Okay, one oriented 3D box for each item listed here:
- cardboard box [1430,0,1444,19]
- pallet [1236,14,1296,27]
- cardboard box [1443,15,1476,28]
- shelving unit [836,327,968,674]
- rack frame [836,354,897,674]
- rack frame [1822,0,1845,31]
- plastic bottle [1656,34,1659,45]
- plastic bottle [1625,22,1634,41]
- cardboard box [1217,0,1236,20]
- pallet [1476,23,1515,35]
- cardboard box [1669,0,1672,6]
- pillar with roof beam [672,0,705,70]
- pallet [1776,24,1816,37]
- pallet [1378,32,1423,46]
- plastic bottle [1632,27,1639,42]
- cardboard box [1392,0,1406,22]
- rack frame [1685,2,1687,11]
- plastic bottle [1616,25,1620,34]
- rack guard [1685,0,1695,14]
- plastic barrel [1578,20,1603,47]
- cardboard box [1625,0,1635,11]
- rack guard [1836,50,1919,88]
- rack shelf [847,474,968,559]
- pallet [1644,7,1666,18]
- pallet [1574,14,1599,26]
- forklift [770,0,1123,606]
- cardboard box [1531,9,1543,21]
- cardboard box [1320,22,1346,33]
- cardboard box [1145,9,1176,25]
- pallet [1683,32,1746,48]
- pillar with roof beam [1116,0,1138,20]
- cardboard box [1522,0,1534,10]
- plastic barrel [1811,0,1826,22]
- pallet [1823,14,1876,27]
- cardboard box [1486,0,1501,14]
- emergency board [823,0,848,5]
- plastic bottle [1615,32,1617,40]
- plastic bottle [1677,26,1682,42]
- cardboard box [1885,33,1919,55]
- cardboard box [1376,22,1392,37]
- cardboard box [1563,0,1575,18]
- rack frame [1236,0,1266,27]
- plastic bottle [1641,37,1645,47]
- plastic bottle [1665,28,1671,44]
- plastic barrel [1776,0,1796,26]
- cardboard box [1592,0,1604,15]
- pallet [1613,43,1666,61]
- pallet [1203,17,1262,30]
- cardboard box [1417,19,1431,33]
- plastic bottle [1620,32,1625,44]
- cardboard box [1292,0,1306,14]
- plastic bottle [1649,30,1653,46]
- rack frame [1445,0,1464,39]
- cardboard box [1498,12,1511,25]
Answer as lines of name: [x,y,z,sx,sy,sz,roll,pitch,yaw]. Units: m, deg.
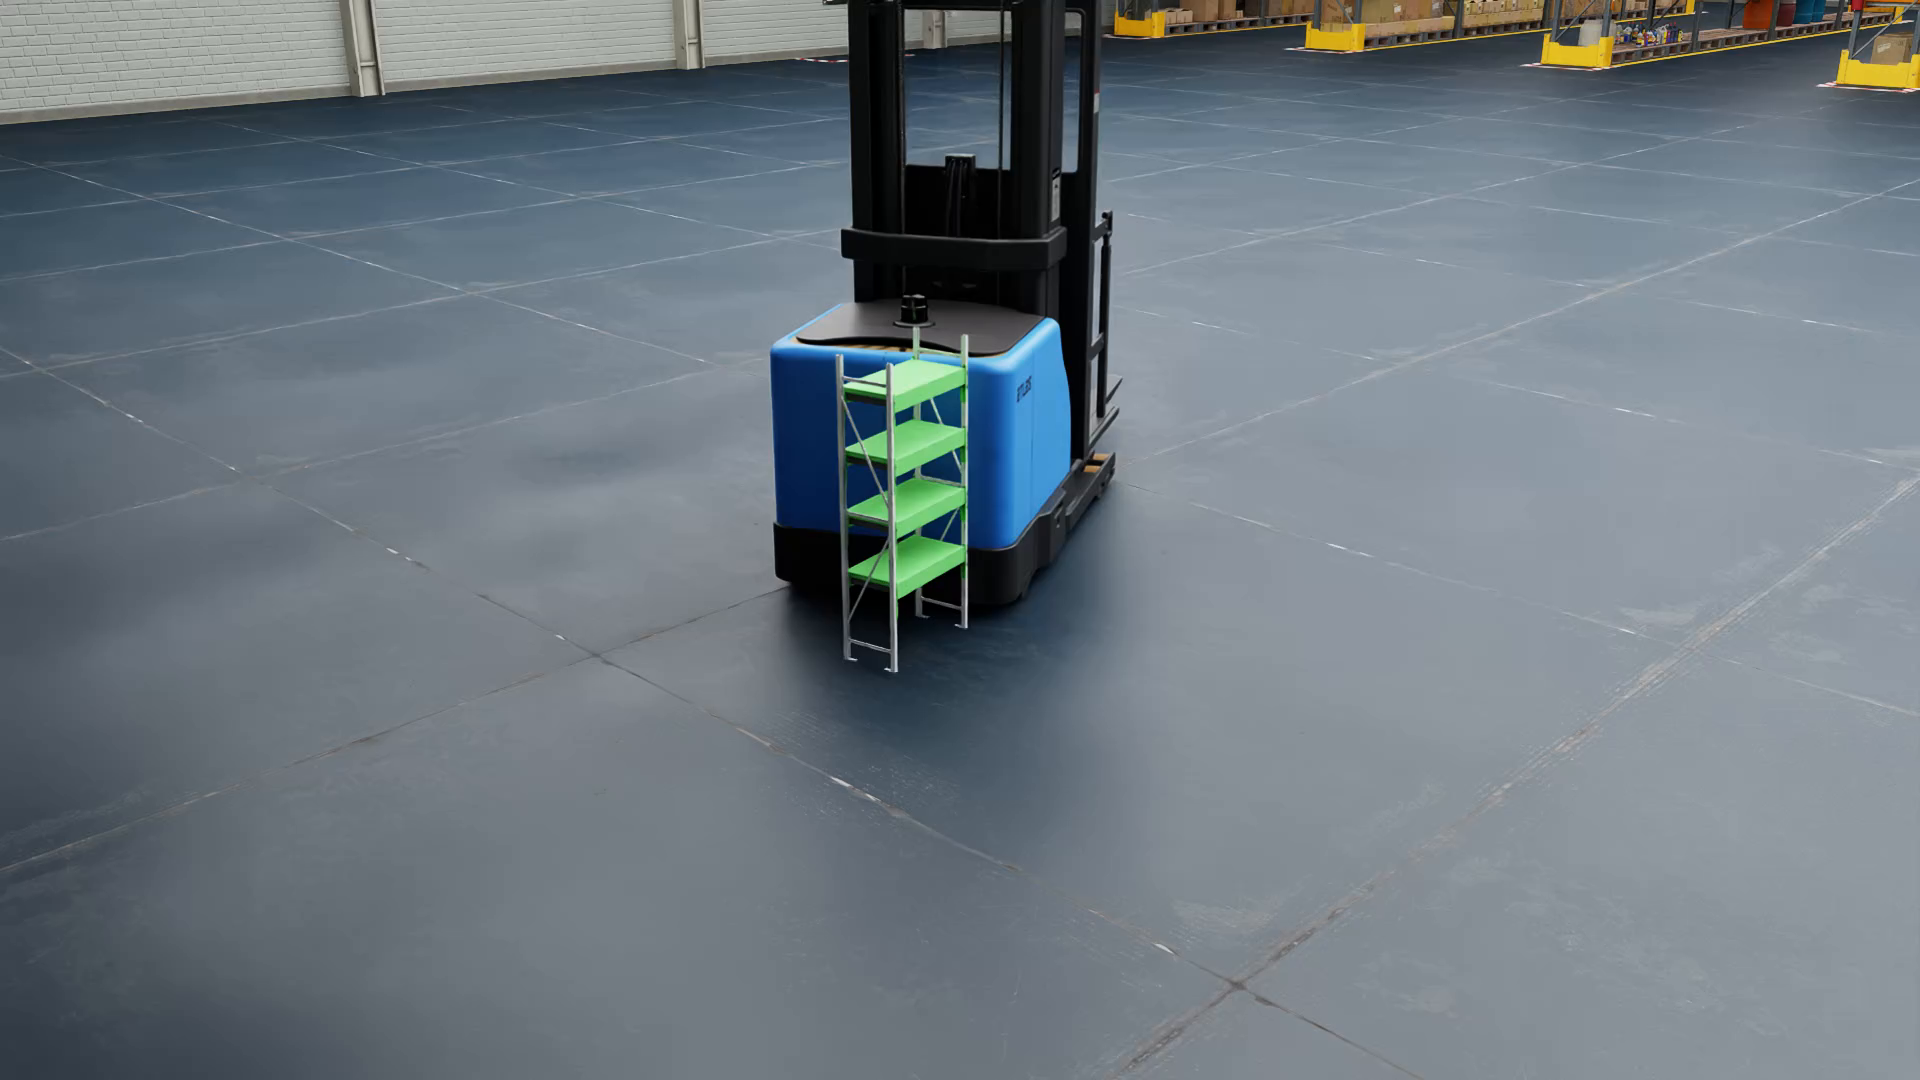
cardboard box: [9.637,-11.052,34.350,0.500,0.500,0.500,19,28,41]
pallet: [7.151,-12.227,39.091,1.003,0.211,1.213,19,28,41]
cardboard box: [10.620,-11.043,35.373,0.500,0.250,0.500,18,28,39]
shelving unit: [-0.208,-0.154,6.303,0.258,1.200,0.503,13,25,31]
rack frame: [-0.341,-0.081,6.112,0.240,1.200,0.015,13,25,31]
rack frame: [19.288,-12.905,36.968,1.000,3.000,0.127,19,28,41]
plastic bottle: [12.927,-9.300,30.876,0.097,0.201,0.097,0,21,0]
plastic bottle: [12.716,-9.665,31.619,0.144,0.351,0.185,18,27,38]
cardboard box: [5.914,-12.090,37.719,0.500,0.500,0.500,17,27,37]
pallet: [11.498,-11.302,36.684,1.003,0.211,1.213,19,28,41]
cardboard box: [17.983,-13.774,42.565,0.380,0.166,0.250,19,28,41]
pillar with roof beam: [-1.599,-11.334,24.521,9.100,9.000,0.400,19,28,41]
pallet: [17.869,-11.100,36.160,1.003,0.211,1.213,19,28,41]
pallet: [8.725,-10.279,34.022,1.003,0.211,1.213,19,28,41]
plastic bottle: [12.833,-9.609,31.584,0.097,0.271,0.097,0,21,0]
cardboard box: [8.591,-10.666,33.347,0.500,0.500,0.500,19,28,41]
rack frame: [18.532,-15.174,42.872,1.000,3.000,0.127,19,28,41]
plastic bottle: [12.289,-9.508,31.210,0.185,0.351,0.144,-19,28,-40]
rack guard: [18.479,-13.987,43.269,1.175,0.500,0.348,19,28,41]
plastic barrel: [11.322,-9.043,29.804,0.421,0.512,0.421,0,21,0]
cardboard box: [16.190,-13.150,40.740,0.500,0.311,0.500,19,28,41]
rack guard: [14.519,-7.433,26.217,1.175,0.500,0.348,19,28,41]
rack shelf: [-0.208,-0.094,6.326,0.258,0.148,0.480,13,25,31]
pallet: [17.073,-13.335,41.975,1.003,0.211,1.213,19,28,41]
pallet: [14.351,-12.310,39.308,1.003,0.211,1.213,19,28,41]
forklift: [0.142,-1.601,7.656,1.130,2.935,3.031,6,22,16]
cardboard box: [12.759,-11.834,37.429,0.500,0.250,0.500,-19,28,-41]
cardboard box: [7.533,-10.185,33.140,0.500,0.250,0.500,19,28,41]
cardboard box: [4.366,-11.405,36.202,0.500,0.311,0.500,15,26,35]
pallet: [15.079,-10.074,33.489,1.003,0.211,1.213,19,28,41]
pillar with roof beam: [6.772,-14.419,32.546,9.100,9.000,0.400,19,28,41]
cardboard box: [12.405,-11.960,36.976,0.500,0.311,0.500,19,28,40]
plastic barrel: [18.897,-11.986,36.917,0.600,0.901,0.708,19,28,41]
pallet: [20.625,-12.117,38.806,1.003,0.211,1.213,19,28,41]
cardboard box: [11.341,-11.568,35.956,0.500,0.311,0.500,18,27,39]
emergency board: [-2.269,-10.531,30.791,0.157,1.169,0.626,19,28,41]
plastic bottle: [12.156,-9.371,30.947,0.061,0.283,0.133,19,28,41]
plastic bottle: [13.608,-9.580,31.490,0.133,0.283,0.061,-18,28,-39]
cardboard box: [15.306,-7.928,26.920,0.500,0.500,0.500,-12,24,-28]
cardboard box: [8.250,-10.185,33.140,0.500,0.250,0.500,19,28,41]
cardboard box: [13.835,-12.337,38.363,0.500,0.500,0.500,18,27,39]
rack frame: [6.609,-13.328,38.069,1.000,3.000,0.127,19,28,41]
plastic bottle: [12.478,-9.134,30.445,0.097,0.201,0.097,0,21,0]
plastic bottle: [13.247,-9.447,31.144,0.133,0.283,0.061,-18,27,-39]
plastic barrel: [17.615,-11.367,35.744,0.600,0.588,0.708,19,28,41]
cardboard box: [14.902,-12.732,39.389,0.500,0.500,0.500,20,29,41]
pallet: [12.358,-9.069,30.877,1.003,0.211,1.213,19,28,41]
pallet: [6.166,-11.845,38.097,1.003,0.211,1.213,19,28,41]
cardboard box: [9.300,-10.569,34.140,0.500,0.250,0.500,19,28,41]
plastic bottle: [12.406,-9.419,31.187,0.097,0.201,0.097,0,21,0]
cardboard box: [7.820,-12.826,39.635,0.700,0.500,0.500,20,28,41]
plastic bottle: [12.714,-9.254,30.659,0.097,0.271,0.097,0,21,0]
rack frame: [10.161,-12.089,34.846,1.000,3.000,0.127,19,28,41]
cardboard box: [11.693,-11.439,36.401,0.500,0.250,0.500,-20,28,-41]
